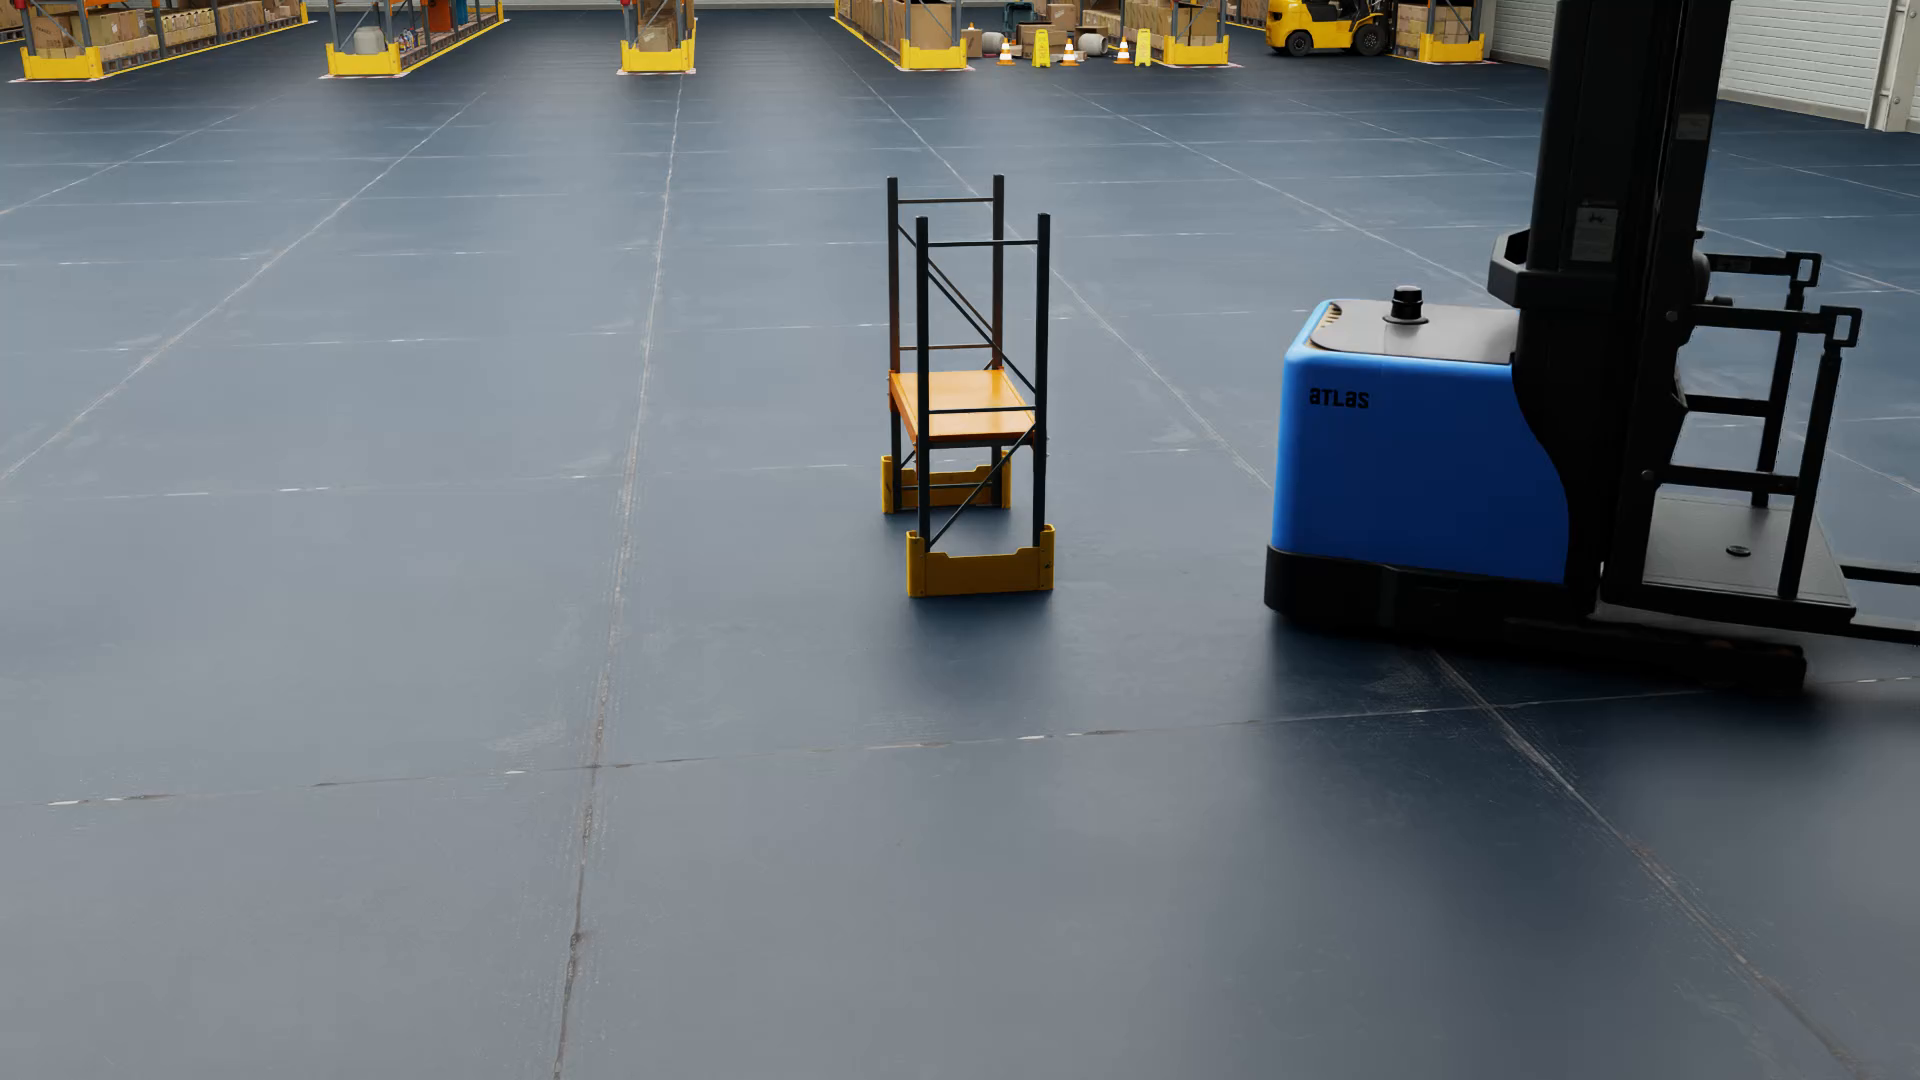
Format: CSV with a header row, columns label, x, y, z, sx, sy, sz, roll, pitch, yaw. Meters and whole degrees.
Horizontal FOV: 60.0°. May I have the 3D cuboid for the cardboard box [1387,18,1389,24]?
label,x,y,z,sx,sy,sz,roll,pitch,yaw
cardboard box,8.708,-10.340,33.228,0.500,0.250,0.500,-3,21,-8

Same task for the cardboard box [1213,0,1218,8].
label,x,y,z,sx,sy,sz,roll,pitch,yaw
cardboard box,7.063,-14.382,44.407,0.500,0.500,0.500,-3,21,-7

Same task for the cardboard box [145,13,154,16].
label,x,y,z,sx,sy,sz,roll,pitch,yaw
cardboard box,-16.278,-10.304,33.045,0.500,0.311,0.500,-3,21,-8

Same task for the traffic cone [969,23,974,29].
label,x,y,z,sx,sy,sz,roll,pitch,yaw
traffic cone,0.242,-10.719,35.255,0.336,0.463,0.334,-3,21,-8

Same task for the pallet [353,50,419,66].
label,x,y,z,sx,sy,sz,roll,pitch,yaw
pallet,-10.648,-8.938,30.846,1.003,0.211,1.213,-3,21,-8

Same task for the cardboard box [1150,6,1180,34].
label,x,y,z,sx,sy,sz,roll,pitch,yaw
cardboard box,3.950,-9.972,31.886,0.500,0.500,0.500,-2,21,-6

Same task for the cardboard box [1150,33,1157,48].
label,x,y,z,sx,sy,sz,roll,pitch,yaw
cardboard box,3.952,-9.622,32.020,0.500,0.250,0.500,-3,21,-8

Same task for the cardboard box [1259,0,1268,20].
label,x,y,z,sx,sy,sz,roll,pitch,yaw
cardboard box,7.653,-12.984,40.664,0.500,0.500,0.500,-4,21,-10

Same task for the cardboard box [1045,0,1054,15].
label,x,y,z,sx,sy,sz,roll,pitch,yaw
cardboard box,2.688,-13.641,42.514,0.875,0.438,0.875,-3,21,-9

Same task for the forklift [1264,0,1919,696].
label,x,y,z,sx,sy,sz,roll,pitch,yaw
forklift,2.737,-1.041,5.814,3.031,2.935,1.130,7,22,18

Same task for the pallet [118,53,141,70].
label,x,y,z,sx,sy,sz,roll,pitch,yaw
pallet,-15.532,-8.647,30.066,1.003,0.211,1.213,-3,21,-8

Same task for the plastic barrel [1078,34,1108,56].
label,x,y,z,sx,sy,sz,roll,pitch,yaw
plastic barrel,2.606,-9.699,32.580,0.512,0.421,0.421,12,24,30

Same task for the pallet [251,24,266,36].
label,x,y,z,sx,sy,sz,roll,pitch,yaw
pallet,-16.783,-11.838,38.609,1.003,0.211,1.213,-3,21,-8

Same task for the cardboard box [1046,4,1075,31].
label,x,y,z,sx,sy,sz,roll,pitch,yaw
cardboard box,2.068,-10.736,34.163,0.500,0.500,0.500,-3,21,-8

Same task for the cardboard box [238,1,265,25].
label,x,y,z,sx,sy,sz,roll,pitch,yaw
cardboard box,-16.583,-12.302,38.812,0.500,0.500,0.500,-3,21,-8

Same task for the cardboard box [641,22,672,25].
label,x,y,z,sx,sy,sz,roll,pitch,yaw
cardboard box,-5.670,-9.433,31.158,0.500,0.500,0.500,-1,21,-3

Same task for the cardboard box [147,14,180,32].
label,x,y,z,sx,sy,sz,roll,pitch,yaw
cardboard box,-15.665,-10.154,32.645,0.500,0.311,0.500,-3,21,-8

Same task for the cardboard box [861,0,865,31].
label,x,y,z,sx,sy,sz,roll,pitch,yaw
cardboard box,-1.637,-11.680,36.816,1.050,0.750,0.750,-3,21,-8

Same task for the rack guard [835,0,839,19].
label,x,y,z,sx,sy,sz,roll,pitch,yaw
rack guard,-2.778,-14.325,44.855,1.175,0.500,0.348,-3,21,-8

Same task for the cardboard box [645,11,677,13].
label,x,y,z,sx,sy,sz,roll,pitch,yaw
cardboard box,-6.180,-10.761,34.684,0.700,0.500,0.500,-5,21,-12

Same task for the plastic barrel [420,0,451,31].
label,x,y,z,sx,sy,sz,roll,pitch,yaw
plastic barrel,-11.547,-11.636,36.585,0.600,0.830,0.708,-3,21,-8

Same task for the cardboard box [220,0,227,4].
label,x,y,z,sx,sy,sz,roll,pitch,yaw
cardboard box,-16.965,-12.284,37.691,0.500,0.250,0.500,-3,21,-8

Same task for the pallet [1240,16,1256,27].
label,x,y,z,sx,sy,sz,roll,pitch,yaw
pallet,7.738,-13.087,41.955,1.003,0.211,1.213,-3,21,-8

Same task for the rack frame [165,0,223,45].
label,x,y,z,sx,sy,sz,roll,pitch,yaw
rack frame,-16.361,-12.039,35.162,1.000,3.000,0.127,-3,21,-8

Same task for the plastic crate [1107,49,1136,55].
label,x,y,z,sx,sy,sz,roll,pitch,yaw
plastic crate,3.240,-9.699,33.071,0.402,0.080,0.583,-11,23,-26

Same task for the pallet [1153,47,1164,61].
label,x,y,z,sx,sy,sz,roll,pitch,yaw
pallet,4.309,-9.270,31.735,1.003,0.211,1.213,-3,21,-8

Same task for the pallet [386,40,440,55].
label,x,y,z,sx,sy,sz,roll,pitch,yaw
pallet,-11.034,-9.866,33.330,1.003,0.211,1.213,-3,21,-8

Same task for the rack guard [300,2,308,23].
label,x,y,z,sx,sy,sz,roll,pitch,yaw
rack guard,-17.504,-13.611,42.945,1.175,0.500,0.348,-3,21,-8

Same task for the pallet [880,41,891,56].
label,x,y,z,sx,sy,sz,roll,pitch,yaw
pallet,-1.026,-9.794,33.137,1.003,0.211,1.213,-3,21,-8

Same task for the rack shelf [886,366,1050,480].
label,x,y,z,sx,sy,sz,roll,pitch,yaw
rack shelf,0.012,-0.505,6.938,0.538,0.185,1.000,-3,21,-8

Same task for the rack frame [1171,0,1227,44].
label,x,y,z,sx,sy,sz,roll,pitch,yaw
rack frame,4.402,-10.267,30.419,1.000,3.000,0.127,-3,21,-8

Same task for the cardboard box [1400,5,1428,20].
label,x,y,z,sx,sy,sz,roll,pitch,yaw
cardboard box,8.859,-10.216,32.182,0.500,0.250,0.500,-3,21,-7

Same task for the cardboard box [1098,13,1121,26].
label,x,y,z,sx,sy,sz,roll,pitch,yaw
cardboard box,3.538,-11.289,36.309,0.950,0.372,0.625,-2,21,-6

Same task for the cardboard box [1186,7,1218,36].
label,x,y,z,sx,sy,sz,roll,pitch,yaw
cardboard box,4.555,-9.829,31.502,0.500,0.500,0.500,-4,21,-10

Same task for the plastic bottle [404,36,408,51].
label,x,y,z,sx,sy,sz,roll,pitch,yaw
plastic bottle,-10.308,-9.208,30.852,0.097,0.271,0.097,0,20,0

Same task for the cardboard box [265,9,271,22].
label,x,y,z,sx,sy,sz,roll,pitch,yaw
cardboard box,-16.784,-12.527,39.682,0.500,0.311,0.500,-3,21,-8

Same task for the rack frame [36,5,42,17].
label,x,y,z,sx,sy,sz,roll,pitch,yaw
rack frame,-21.839,-13.173,38.198,1.000,3.000,0.127,-3,21,-8

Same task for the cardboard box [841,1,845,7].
label,x,y,z,sx,sy,sz,roll,pitch,yaw
cardboard box,-2.931,-14.056,43.613,0.380,0.149,0.250,-2,21,-6

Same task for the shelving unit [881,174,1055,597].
label,x,y,z,sx,sy,sz,roll,pitch,yaw
shelving unit,0.011,-0.676,6.883,0.587,1.500,1.083,-3,21,-8

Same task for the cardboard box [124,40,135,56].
label,x,y,z,sx,sy,sz,roll,pitch,yaw
cardboard box,-15.280,-8.894,30.072,0.500,0.250,0.500,-3,21,-8

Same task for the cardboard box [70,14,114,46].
label,x,y,z,sx,sy,sz,roll,pitch,yaw
cardboard box,-15.139,-8.899,29.013,0.500,0.500,0.500,-3,21,-8

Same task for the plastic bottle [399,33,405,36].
label,x,y,z,sx,sy,sz,roll,pitch,yaw
plastic bottle,-10.620,-9.542,31.740,0.152,0.276,0.135,-3,21,-8

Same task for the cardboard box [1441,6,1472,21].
label,x,y,z,sx,sy,sz,roll,pitch,yaw
cardboard box,9.431,-10.072,31.796,0.500,0.250,0.500,-3,21,-9

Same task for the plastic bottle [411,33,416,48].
label,x,y,z,sx,sy,sz,roll,pitch,yaw
plastic bottle,-10.412,-9.507,31.636,0.061,0.283,0.133,-2,21,-4

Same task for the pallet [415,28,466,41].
label,x,y,z,sx,sy,sz,roll,pitch,yaw
pallet,-11.614,-11.252,37.041,1.003,0.211,1.213,-3,21,-8

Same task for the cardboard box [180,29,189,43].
label,x,y,z,sx,sy,sz,roll,pitch,yaw
cardboard box,-15.748,-10.071,33.223,0.500,0.250,0.500,-4,21,-9
